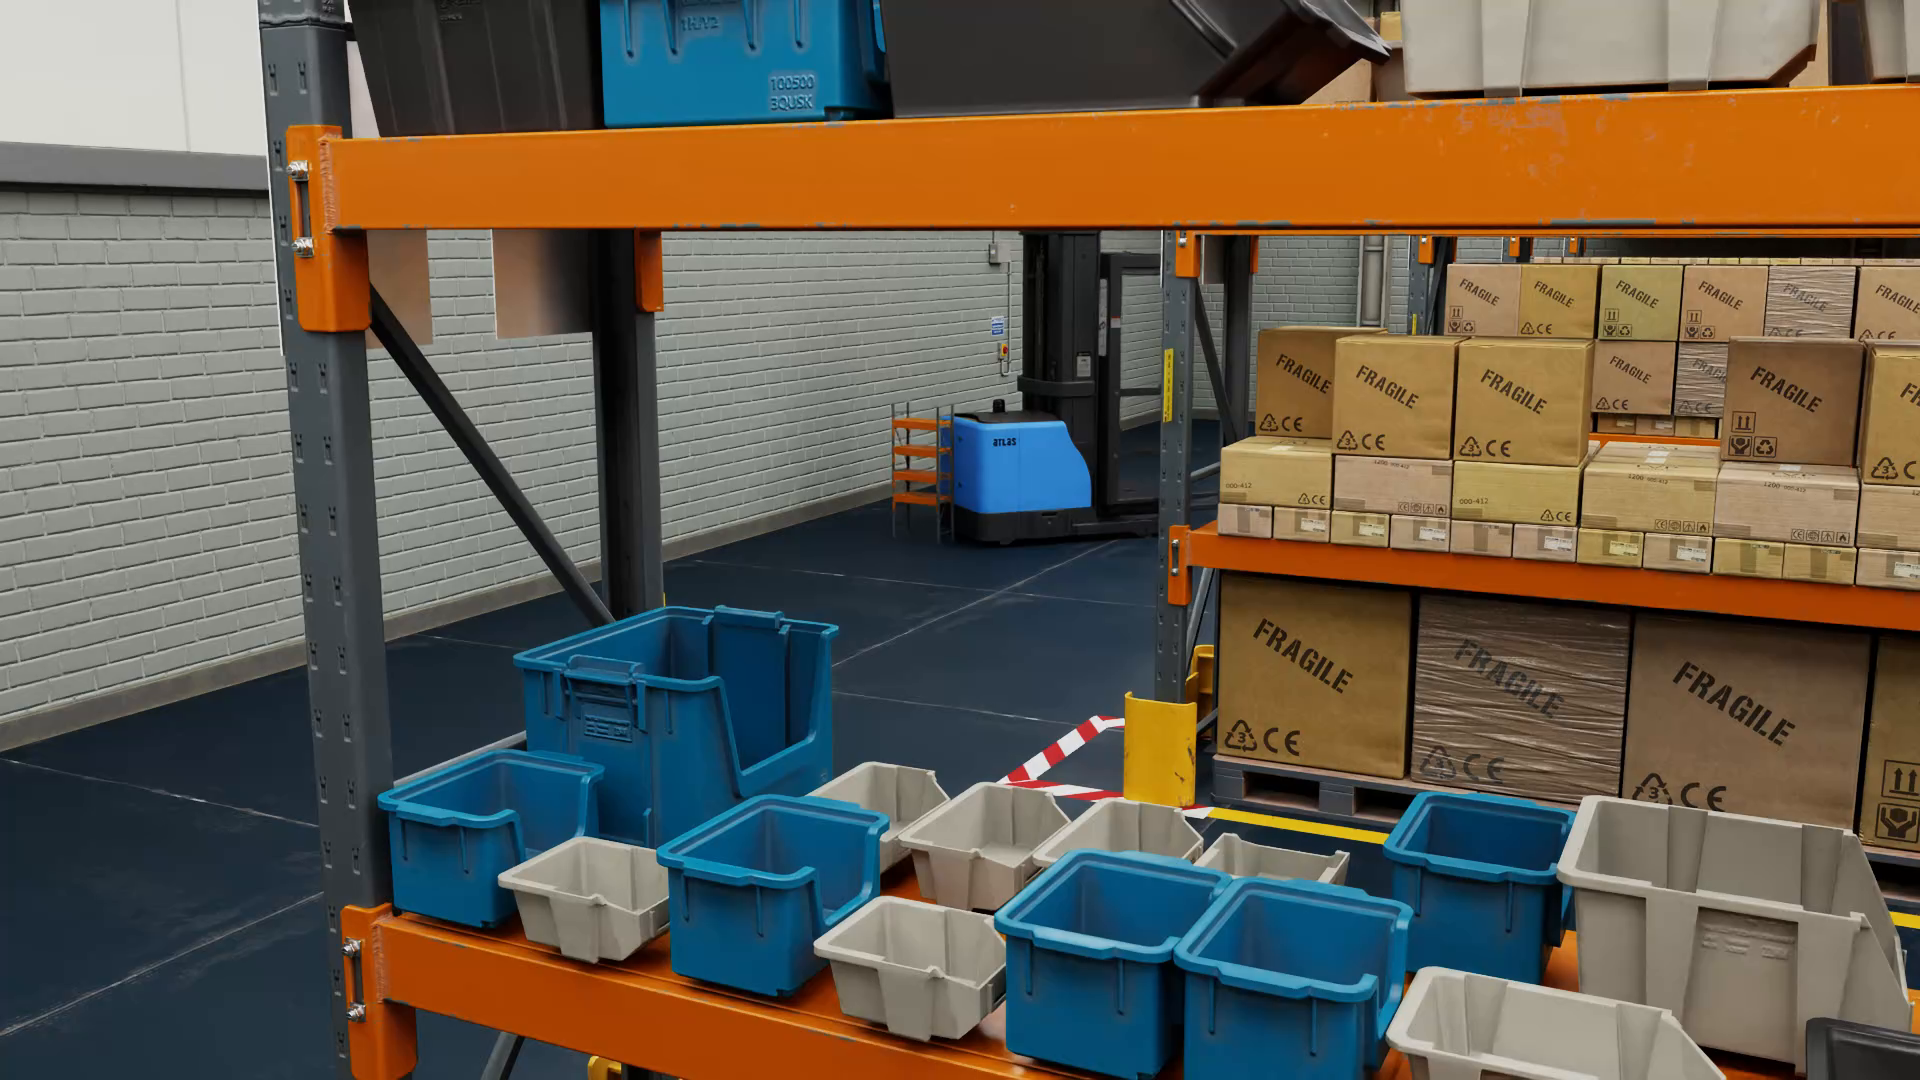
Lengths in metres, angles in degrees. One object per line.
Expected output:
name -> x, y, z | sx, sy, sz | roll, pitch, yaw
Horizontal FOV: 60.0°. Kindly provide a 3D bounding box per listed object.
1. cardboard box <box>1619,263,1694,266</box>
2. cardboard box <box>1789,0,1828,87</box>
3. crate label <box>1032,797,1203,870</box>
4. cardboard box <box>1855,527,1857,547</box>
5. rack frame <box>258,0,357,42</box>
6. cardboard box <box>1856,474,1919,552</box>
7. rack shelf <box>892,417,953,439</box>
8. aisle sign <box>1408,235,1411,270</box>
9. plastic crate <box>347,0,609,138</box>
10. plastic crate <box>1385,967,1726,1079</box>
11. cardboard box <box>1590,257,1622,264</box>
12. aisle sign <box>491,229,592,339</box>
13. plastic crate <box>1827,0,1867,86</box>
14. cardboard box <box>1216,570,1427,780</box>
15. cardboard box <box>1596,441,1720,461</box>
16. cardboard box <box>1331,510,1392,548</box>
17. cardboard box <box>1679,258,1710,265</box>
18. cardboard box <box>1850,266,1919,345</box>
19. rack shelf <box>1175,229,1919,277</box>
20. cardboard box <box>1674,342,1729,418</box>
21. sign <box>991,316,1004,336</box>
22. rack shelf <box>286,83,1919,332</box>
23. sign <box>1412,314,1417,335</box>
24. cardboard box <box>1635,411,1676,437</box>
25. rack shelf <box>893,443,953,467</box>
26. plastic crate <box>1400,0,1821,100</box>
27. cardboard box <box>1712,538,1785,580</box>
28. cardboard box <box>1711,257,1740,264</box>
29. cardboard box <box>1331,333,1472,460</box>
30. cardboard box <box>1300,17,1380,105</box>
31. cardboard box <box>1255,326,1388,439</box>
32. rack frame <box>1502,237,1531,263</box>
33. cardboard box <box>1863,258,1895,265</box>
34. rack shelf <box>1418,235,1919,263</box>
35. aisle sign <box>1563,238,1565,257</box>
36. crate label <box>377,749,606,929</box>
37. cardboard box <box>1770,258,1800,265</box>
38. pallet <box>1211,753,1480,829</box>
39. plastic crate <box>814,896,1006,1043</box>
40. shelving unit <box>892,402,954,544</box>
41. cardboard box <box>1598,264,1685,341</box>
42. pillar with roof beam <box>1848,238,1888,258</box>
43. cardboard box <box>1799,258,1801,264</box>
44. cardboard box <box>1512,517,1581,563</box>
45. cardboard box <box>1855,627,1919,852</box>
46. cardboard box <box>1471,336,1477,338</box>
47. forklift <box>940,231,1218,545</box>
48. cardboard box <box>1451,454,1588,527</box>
cardboard box -> 4.923, -1.717, 11.871 | 0.500, 0.500, 0.500 | 6, 12, 29
cardboard box -> 3.571, -1.882, 6.543 | 0.500, 0.500, 0.700 | 6, 12, 29
crate label -> 0.326, 0.649, 3.295 | 0.243, 0.136, 0.396 | 5, 11, 26
cardboard box -> 3.953, -0.020, 7.126 | 0.250, 0.149, 0.380 | 5, 11, 24
rack frame -> -0.999, -2.482, 3.176 | 0.127, 3.000, 1.000 | 5, 11, 26
cardboard box -> 3.802, -0.112, 6.510 | 0.500, 0.250, 0.500 | 5, 12, 28
rack shelf -> -0.326, -0.985, 14.596 | 0.480, 0.148, 0.258 | 7, 12, 34
aisle sign -> 3.279, -2.342, 11.950 | 0.004, 0.787, 0.394 | 5, 11, 26
plastic crate -> -0.777, -0.867, 3.041 | 0.590, 0.269, 0.497 | 5, 11, 26
plastic crate -> 0.893, 0.796, 2.480 | 0.466, 0.136, 0.293 | 5, 11, 26
cardboard box -> 6.222, -2.644, 16.006 | 0.250, 0.149, 0.380 | 5, 12, 28
aisle sign -> -0.934, -0.862, 3.769 | 0.004, 0.787, 0.394 | 5, 11, 26
plastic crate -> 1.595, -0.768, 2.496 | 0.590, 0.269, 0.497 | 5, 11, 26
cardboard box -> 1.802, 0.556, 8.025 | 0.875, 0.875, 0.875 | 5, 11, 26
cardboard box -> 3.124, -0.277, 7.425 | 0.500, 0.250, 0.500 | 5, 11, 26
cardboard box -> 1.825, -0.077, 7.436 | 0.250, 0.149, 0.380 | 5, 11, 24
cardboard box -> 6.930, -2.587, 15.694 | 0.250, 0.149, 0.380 | 5, 11, 26
cardboard box -> 6.057, -1.511, 10.735 | 0.500, 0.500, 0.500 | 5, 11, 24
rack shelf -> 2.986, -1.285, 7.007 | 4.000, 0.370, 1.077 | 5, 11, 26
cardboard box -> 5.143, -1.103, 11.288 | 0.500, 0.500, 0.500 | 5, 11, 24
sign -> 0.434, -2.474, 19.221 | 0.001, 0.218, 0.327 | 5, 11, 26
rack shelf -> 0.794, -0.494, 2.637 | 4.000, 0.370, 1.077 | 5, 11, 26
sign -> 3.238, -1.445, 11.858 | 0.005, 0.325, 0.100 | 5, 11, 26
cardboard box -> 4.821, -0.813, 11.504 | 0.250, 0.149, 0.380 | 5, 11, 25
rack shelf -> -0.326, -0.752, 14.638 | 0.480, 0.148, 0.258 | 7, 12, 34
plastic crate -> 0.852, -0.724, 2.217 | 0.530, 0.282, 0.437 | 5, 11, 26
cardboard box -> 3.208, 0.045, 6.765 | 0.250, 0.149, 0.380 | 5, 11, 25
cardboard box -> 7.383, -2.652, 16.053 | 0.250, 0.149, 0.380 | 5, 12, 28
cardboard box -> 1.952, -0.642, 7.336 | 0.500, 0.500, 0.500 | 5, 11, 24
cardboard box -> 1.682, -2.070, 7.580 | 0.500, 0.500, 0.700 | 4, 11, 22
cardboard box -> 1.745, -0.766, 8.021 | 0.500, 0.500, 0.500 | 5, 11, 27
rack frame -> 5.577, -1.904, 16.826 | 0.127, 3.000, 1.000 | 5, 11, 26
cardboard box -> 8.340, -2.482, 15.110 | 0.250, 0.149, 0.380 | 5, 11, 26
rack shelf -> 5.271, -2.070, 11.340 | 4.000, 0.370, 1.077 | 5, 11, 26
aisle sign -> 7.579, -3.934, 20.747 | 0.004, 0.787, 0.394 | 5, 11, 26
crate label -> -0.924, 0.595, 3.322 | 0.303, 0.233, 0.416 | 5, 11, 26
cardboard box -> 7.629, -2.533, 15.395 | 0.250, 0.149, 0.380 | 5, 11, 25
pallet -> 1.944, 1.102, 8.051 | 1.213, 0.211, 1.003 | 5, 11, 26
plastic crate -> -0.064, 0.734, 2.823 | 0.298, 0.136, 0.250 | 5, 11, 26
shelving unit -> -0.326, -0.598, 14.666 | 0.503, 1.200, 0.258 | 7, 12, 34
cardboard box -> 4.675, -1.632, 11.400 | 0.500, 0.500, 0.500 | 5, 11, 25
pillar with roof beam -> 9.227, -4.845, 16.232 | 0.400, 9.000, 9.100 | 5, 11, 26
cardboard box -> 8.090, -2.601, 15.770 | 0.250, 0.149, 0.380 | 5, 11, 24
cardboard box -> 2.519, -0.016, 7.100 | 0.250, 0.149, 0.380 | 5, 11, 25
cardboard box -> 4.223, 0.768, 6.849 | 0.875, 0.875, 0.875 | 5, 11, 26
cardboard box -> 3.758, -1.221, 11.940 | 0.500, 0.500, 0.500 | 6, 12, 29
forklift -> 1.375, -1.543, 15.027 | 3.031, 2.935, 1.130 | -4, 11, -22
cardboard box -> 2.421, -0.233, 7.178 | 0.500, 0.250, 0.500 | 5, 11, 24
